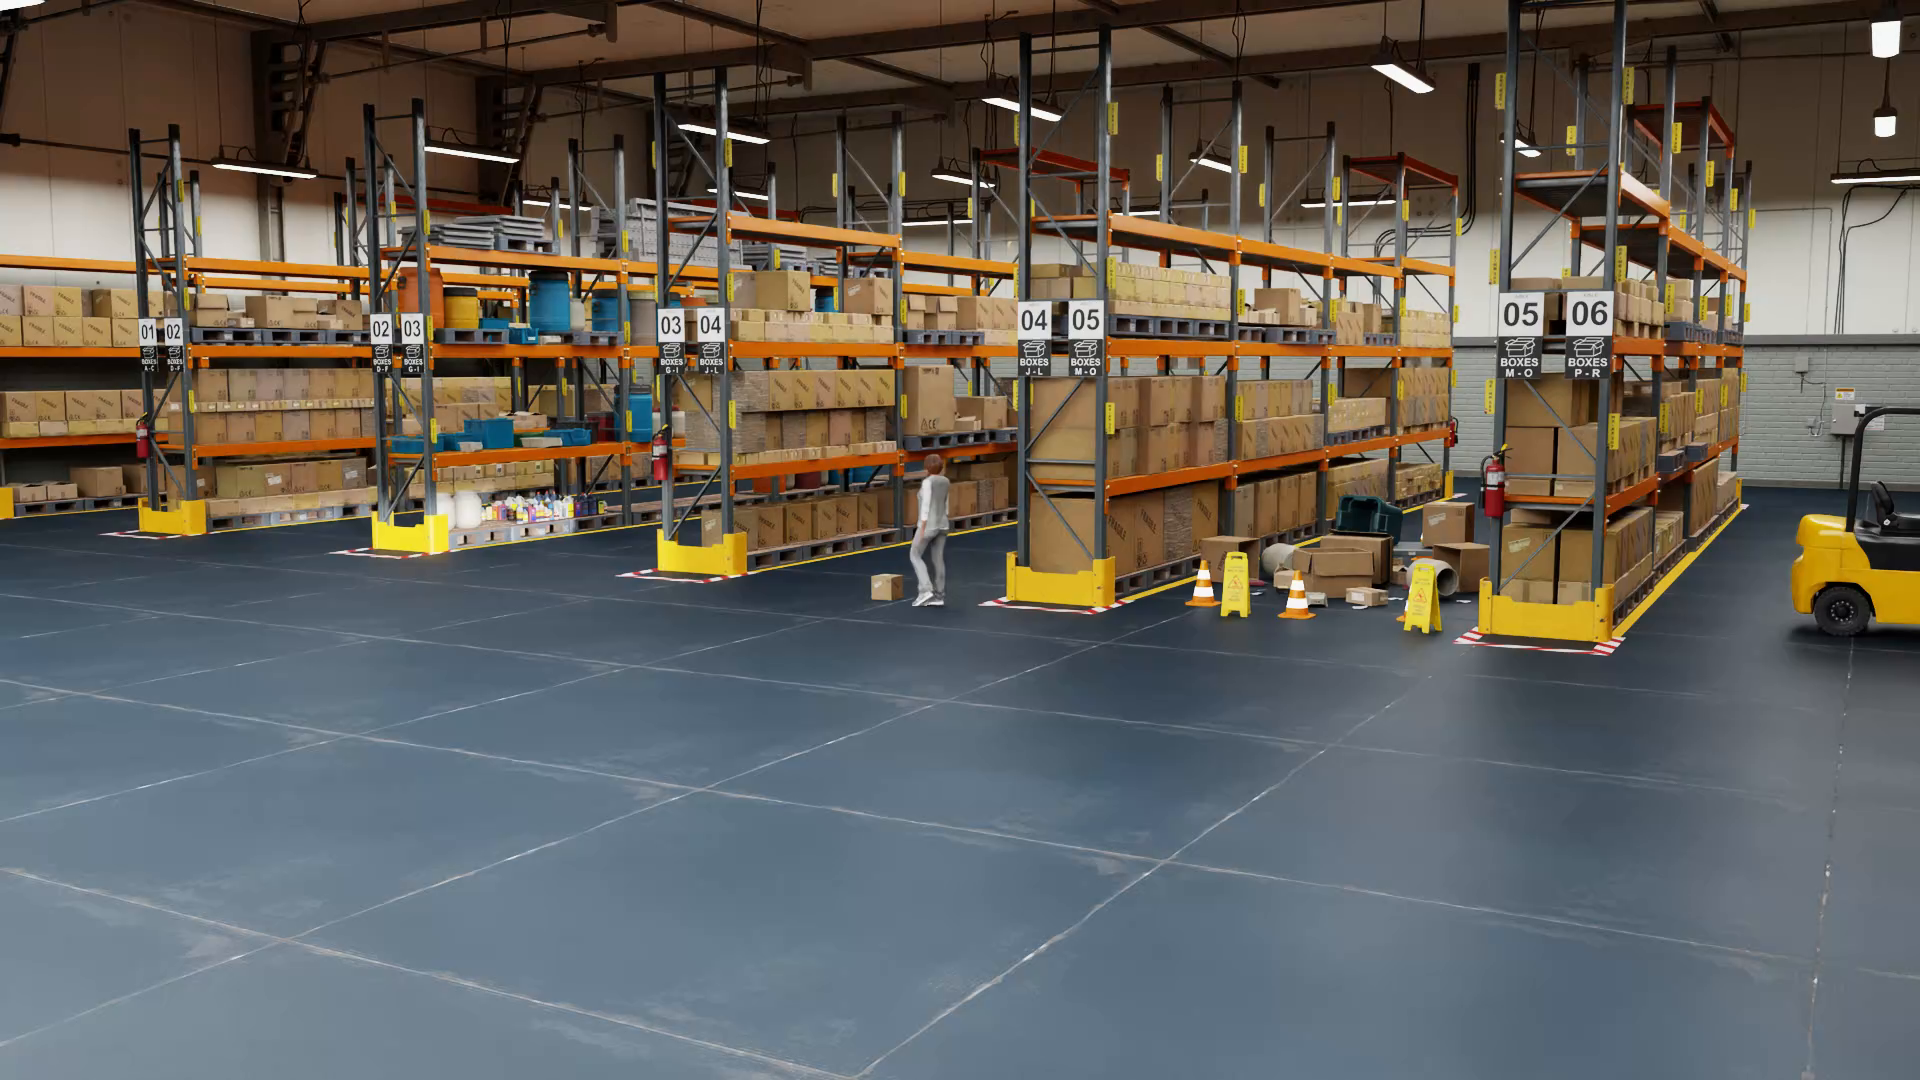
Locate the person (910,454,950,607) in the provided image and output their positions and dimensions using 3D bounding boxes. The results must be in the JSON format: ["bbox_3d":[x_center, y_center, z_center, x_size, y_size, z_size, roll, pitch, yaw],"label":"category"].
[{"bbox_3d":[-0.297,-0.103,17.507,0.372,1.611,0.423,6,9,45],"label":"person"}]
